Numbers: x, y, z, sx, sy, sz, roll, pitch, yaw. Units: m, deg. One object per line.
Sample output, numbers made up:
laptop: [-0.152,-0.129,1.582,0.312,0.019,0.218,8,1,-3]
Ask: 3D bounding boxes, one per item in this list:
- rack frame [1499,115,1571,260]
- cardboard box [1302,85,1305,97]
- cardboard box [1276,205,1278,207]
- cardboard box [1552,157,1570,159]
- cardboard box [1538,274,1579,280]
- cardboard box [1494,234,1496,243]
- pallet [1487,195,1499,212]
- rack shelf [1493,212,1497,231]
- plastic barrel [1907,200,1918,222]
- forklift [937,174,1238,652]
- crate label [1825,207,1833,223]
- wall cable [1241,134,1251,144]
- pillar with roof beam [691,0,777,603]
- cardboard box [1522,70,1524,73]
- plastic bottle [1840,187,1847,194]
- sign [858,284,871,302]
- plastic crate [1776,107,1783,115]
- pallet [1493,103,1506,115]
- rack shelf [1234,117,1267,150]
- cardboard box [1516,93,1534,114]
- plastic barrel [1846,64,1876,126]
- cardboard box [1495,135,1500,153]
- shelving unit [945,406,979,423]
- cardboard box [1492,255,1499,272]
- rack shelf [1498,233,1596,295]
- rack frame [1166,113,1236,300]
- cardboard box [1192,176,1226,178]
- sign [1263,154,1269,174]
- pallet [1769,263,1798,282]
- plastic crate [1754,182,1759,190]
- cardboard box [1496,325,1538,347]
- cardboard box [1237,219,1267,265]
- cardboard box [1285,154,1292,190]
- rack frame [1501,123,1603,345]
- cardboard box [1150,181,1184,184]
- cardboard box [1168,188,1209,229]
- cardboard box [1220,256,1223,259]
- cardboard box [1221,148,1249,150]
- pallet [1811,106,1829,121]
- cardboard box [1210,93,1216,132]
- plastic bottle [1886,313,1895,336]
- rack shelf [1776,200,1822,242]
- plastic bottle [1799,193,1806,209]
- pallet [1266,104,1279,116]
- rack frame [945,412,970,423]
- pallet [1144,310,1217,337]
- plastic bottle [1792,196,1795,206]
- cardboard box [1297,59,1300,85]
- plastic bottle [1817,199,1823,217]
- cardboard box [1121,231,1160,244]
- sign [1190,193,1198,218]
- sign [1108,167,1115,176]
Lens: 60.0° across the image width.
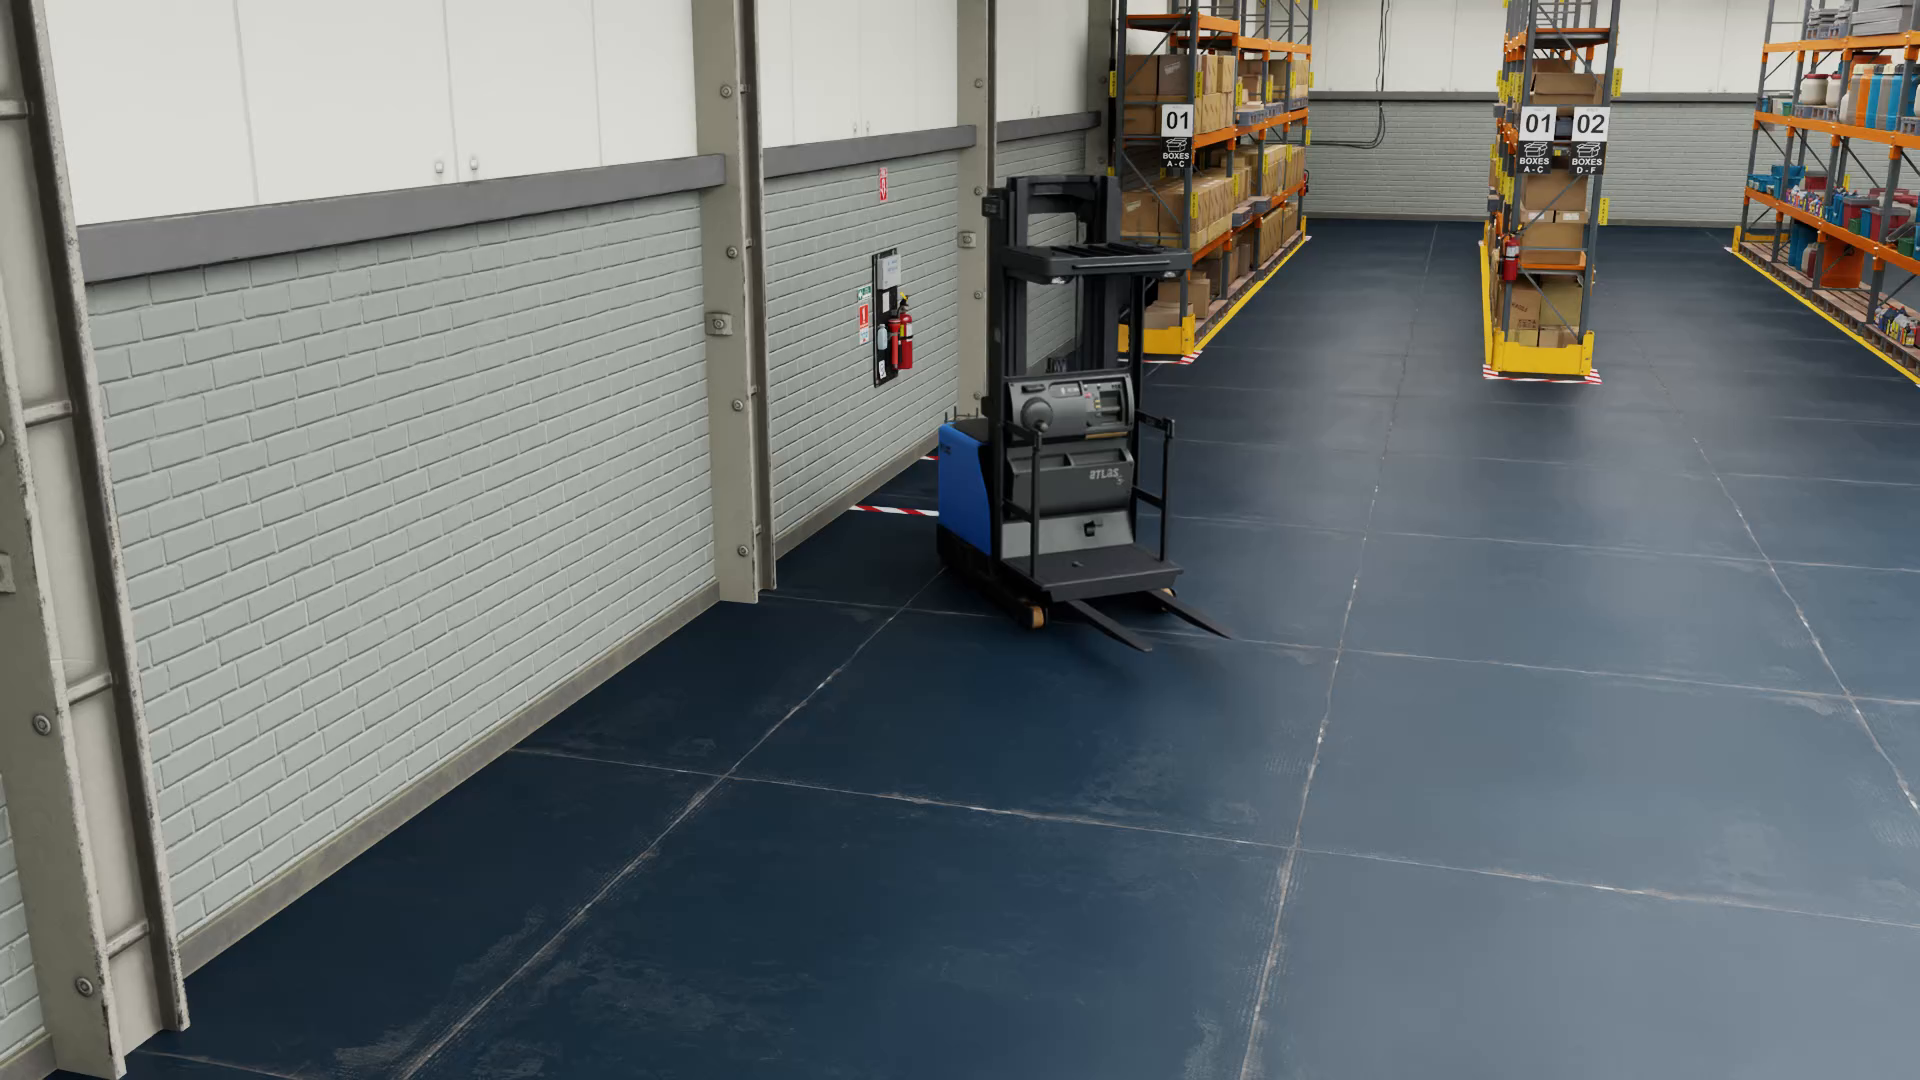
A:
rack frame: [8.390,-4.610,24.087,1.000,3.000,0.127,5,16,16]
cardboard box: [6.949,-9.406,34.818,0.500,0.250,0.500,4,16,14]
cardboard box: [6.575,-7.104,35.500,0.380,0.149,0.250,5,17,16]
cardboard box: [8.127,-5.034,23.019,0.700,0.500,0.500,5,16,16]
cardboard box: [8.047,-3.319,22.430,0.500,0.500,0.500,5,16,16]
cardboard box: [9.579,-5.305,28.935,0.500,0.250,0.500,5,17,18]
pallet: [9.652,-5.747,28.447,1.213,0.211,1.003,5,16,16]
rack shelf: [10.095,-5.834,29.719,1.077,0.370,4.000,5,16,16]
plastic barrel: [13.620,-4.524,23.533,0.433,0.535,0.433,0,16,0]
forklift: [0.853,-0.937,11.262,1.130,2.935,3.031,-6,17,-22]
crate label: [13.795,-5.110,26.155,0.303,0.233,0.416,5,16,16]
wall cable: [6.506,-9.030,37.807,0.084,1.984,1.851,5,16,16]
pillar with roof beam: [2.589,-3.610,9.566,9.100,9.000,0.400,5,16,16]
cardboard box: [10.073,-7.969,29.297,0.600,0.600,0.600,4,16,14]
plastic bottle: [15.411,-5.980,29.007,0.144,0.351,0.185,5,16,16]
sign: [-0.818,-2.120,14.270,0.001,0.109,0.331,5,16,16]
plastic crate: [15.408,-7.997,31.012,0.293,0.136,0.466,5,16,16]
pallet: [10.411,-7.891,30.500,1.213,0.211,1.003,5,16,16]
rack shelf: [4.208,-6.614,26.971,1.077,0.370,4.000,5,16,16]
cardboard box: [7.327,-5.526,21.066,0.500,0.250,0.500,5,16,16]
plastic barrel: [13.833,-6.758,25.243,0.600,0.901,0.600,0,16,0]
cardboard box: [11.421,-8.183,34.668,0.500,0.500,0.500,5,17,18]
shelving unit: [0.015,-0.519,13.235,0.215,1.050,0.252,5,16,16]
cardboard box: [8.808,-4.420,26.658,0.500,0.311,0.500,4,16,14]
rack shelf: [7.821,-3.741,22.340,1.077,0.370,4.000,5,16,16]
rack frame: [3.639,-4.994,25.438,1.000,3.000,0.127,5,16,16]
cardboard box: [3.816,-5.384,25.824,0.700,0.500,0.500,5,16,16]
sign: [5.299,-6.519,28.840,0.100,0.325,0.005,5,16,16]
pallet: [15.152,-4.778,29.788,1.003,0.211,1.213,5,16,16]
plastic crate: [15.799,-6.973,32.789,0.250,0.136,0.298,5,16,16]
cardboard box: [7.122,-2.606,21.291,0.500,0.250,0.500,5,16,16]
cardboard box: [5.111,-5.390,30.006,0.750,0.750,0.750,4,16,15]
cardboard box: [6.082,-7.372,33.272,0.980,0.700,0.700,5,17,17]
rack frame: [7.253,-3.564,20.397,1.000,3.000,0.127,5,16,16]
cardboard box: [3.008,-4.920,24.042,0.500,0.500,0.500,5,17,17]
cardboard box: [3.076,-4.475,22.475,0.500,0.500,0.500,5,16,16]
cardboard box: [3.931,-4.336,26.893,0.700,0.500,0.500,4,16,15]
cardboard box: [5.100,-7.143,30.876,0.500,0.250,0.500,4,16,15]
pallet: [14.963,-7.161,27.928,1.003,0.211,1.213,5,16,16]
cardboard box: [3.168,-5.790,22.528,0.500,0.500,0.500,5,17,18]
plastic bottle: [12.370,-2.862,22.094,0.061,0.283,0.133,5,17,18]
rack shelf: [14.843,-5.449,28.362,1.077,0.370,4.000,5,16,16]
plastic bottle: [14.526,-5.834,28.636,0.097,0.271,0.097,0,16,0]
pallet: [5.223,-7.858,30.385,1.003,0.211,1.213,5,17,18]
rack frame: [-0.019,-0.487,13.123,0.200,1.050,0.008,5,16,16]
pallet: [3.137,-3.153,24.060,1.003,0.211,1.213,5,16,16]
plastic bottle: [14.724,-5.982,29.286,0.097,0.201,0.097,0,16,0]
cardboard box: [6.524,-9.368,33.311,0.500,0.500,0.500,4,16,15]
plastic bottle: [14.046,-5.415,27.137,0.061,0.283,0.133,5,16,16]
cardboard box: [2.449,-4.022,22.250,0.500,0.250,0.500,5,17,17]
sign: [3.023,-4.322,21.482,0.100,0.325,0.005,5,16,16]
sign: [1.976,-4.704,21.717,0.100,0.325,0.005,5,16,16]
